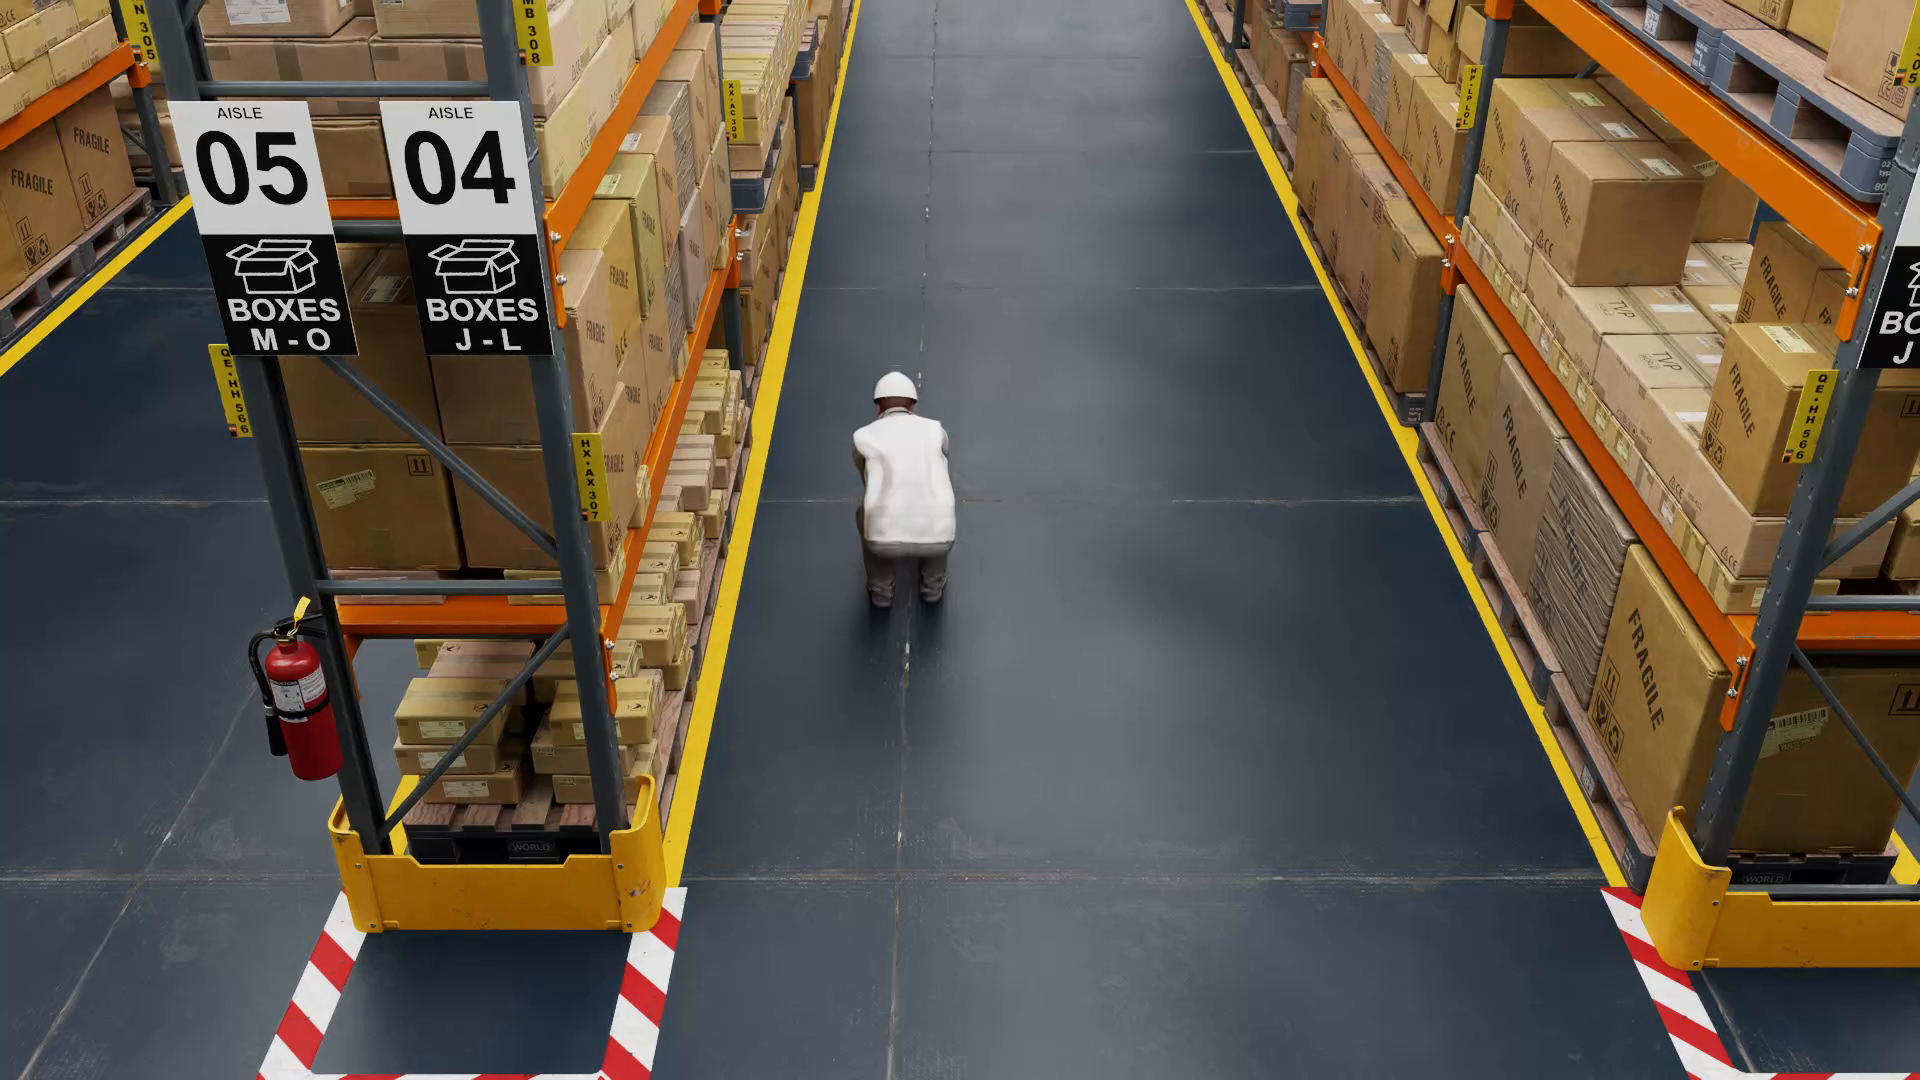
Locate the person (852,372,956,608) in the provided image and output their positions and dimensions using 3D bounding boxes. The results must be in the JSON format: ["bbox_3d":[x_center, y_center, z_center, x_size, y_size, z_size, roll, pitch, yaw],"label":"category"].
[{"bbox_3d":[-0.275,-0.223,8.222,0.510,1.010,0.872,-1,31,-1],"label":"person"}]
